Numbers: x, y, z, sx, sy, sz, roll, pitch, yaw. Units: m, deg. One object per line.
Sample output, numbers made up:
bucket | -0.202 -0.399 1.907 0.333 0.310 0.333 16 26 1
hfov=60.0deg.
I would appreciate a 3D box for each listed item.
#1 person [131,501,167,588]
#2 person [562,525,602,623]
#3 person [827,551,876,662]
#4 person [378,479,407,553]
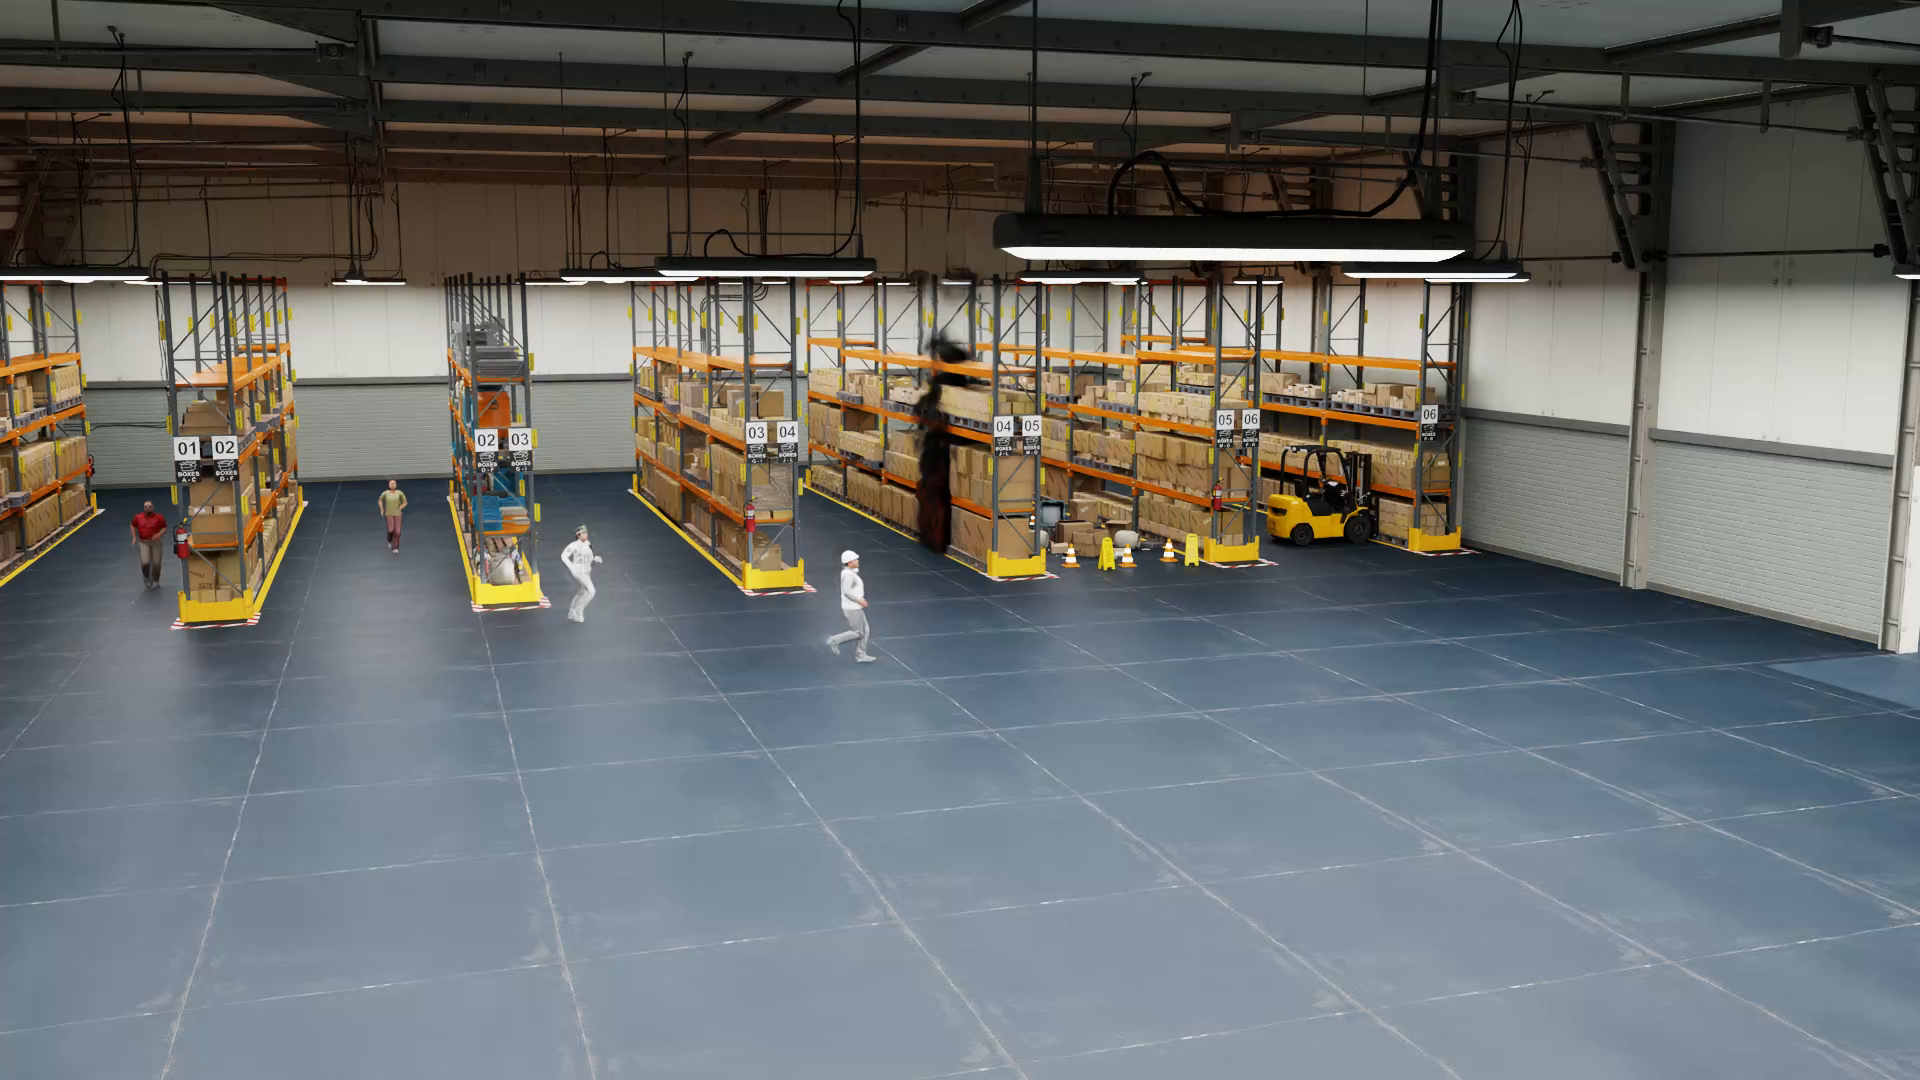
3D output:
person | -15.486 0.096 31.792 0.638 1.688 0.733 -4 9 -24
person | -6.493 0.582 28.712 0.647 1.701 0.585 3 9 17
person | -1.675 1.025 25.536 0.762 1.738 0.675 -1 9 -4
person | -12.297 -0.518 36.128 0.580 1.617 0.533 -4 9 -24
